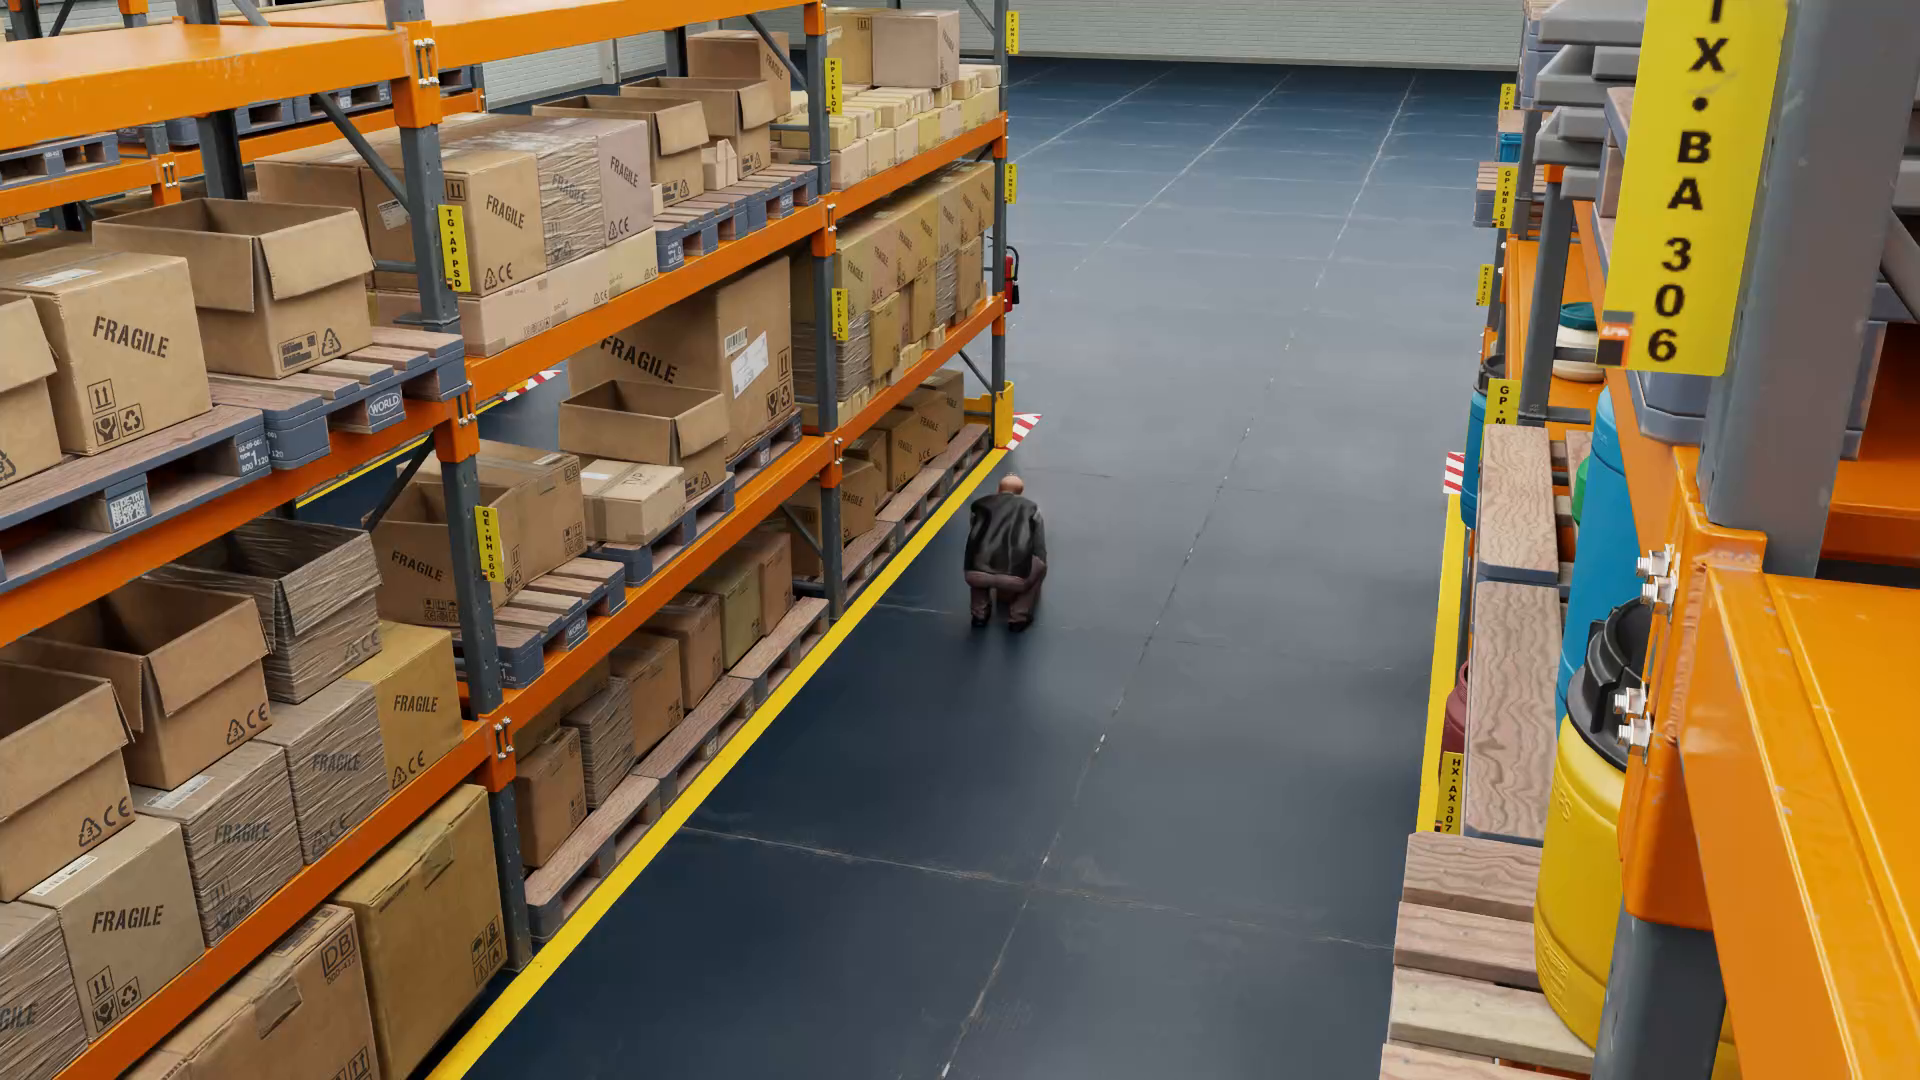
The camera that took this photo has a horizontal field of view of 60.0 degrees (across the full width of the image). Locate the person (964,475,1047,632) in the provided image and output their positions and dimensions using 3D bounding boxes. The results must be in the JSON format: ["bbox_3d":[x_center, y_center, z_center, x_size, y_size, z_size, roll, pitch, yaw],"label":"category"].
[{"bbox_3d":[0.297,0.099,11.038,0.535,0.864,0.871,6,23,16],"label":"person"}]
